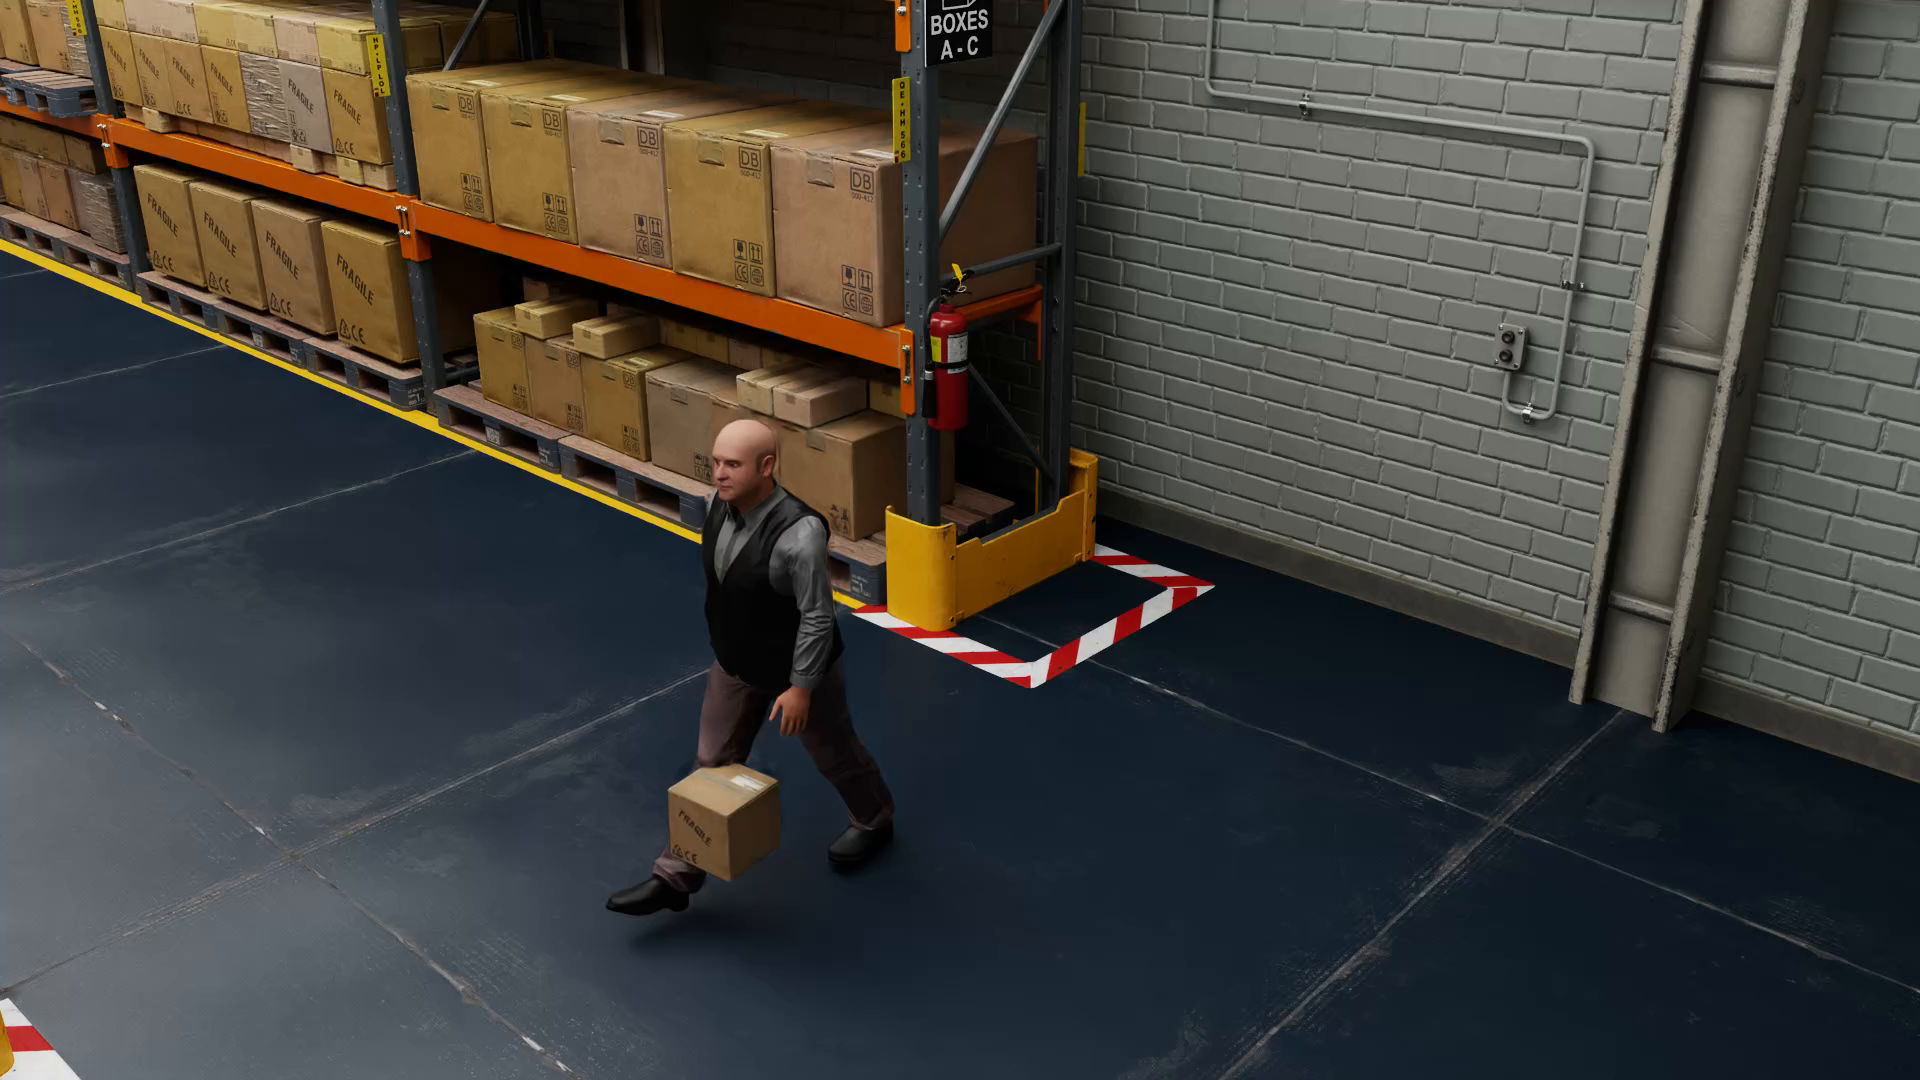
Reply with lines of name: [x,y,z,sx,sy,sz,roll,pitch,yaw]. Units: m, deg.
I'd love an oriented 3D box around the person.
person: [-0.623,0.407,5.217,0.547,1.652,1.067,19,30,37]
